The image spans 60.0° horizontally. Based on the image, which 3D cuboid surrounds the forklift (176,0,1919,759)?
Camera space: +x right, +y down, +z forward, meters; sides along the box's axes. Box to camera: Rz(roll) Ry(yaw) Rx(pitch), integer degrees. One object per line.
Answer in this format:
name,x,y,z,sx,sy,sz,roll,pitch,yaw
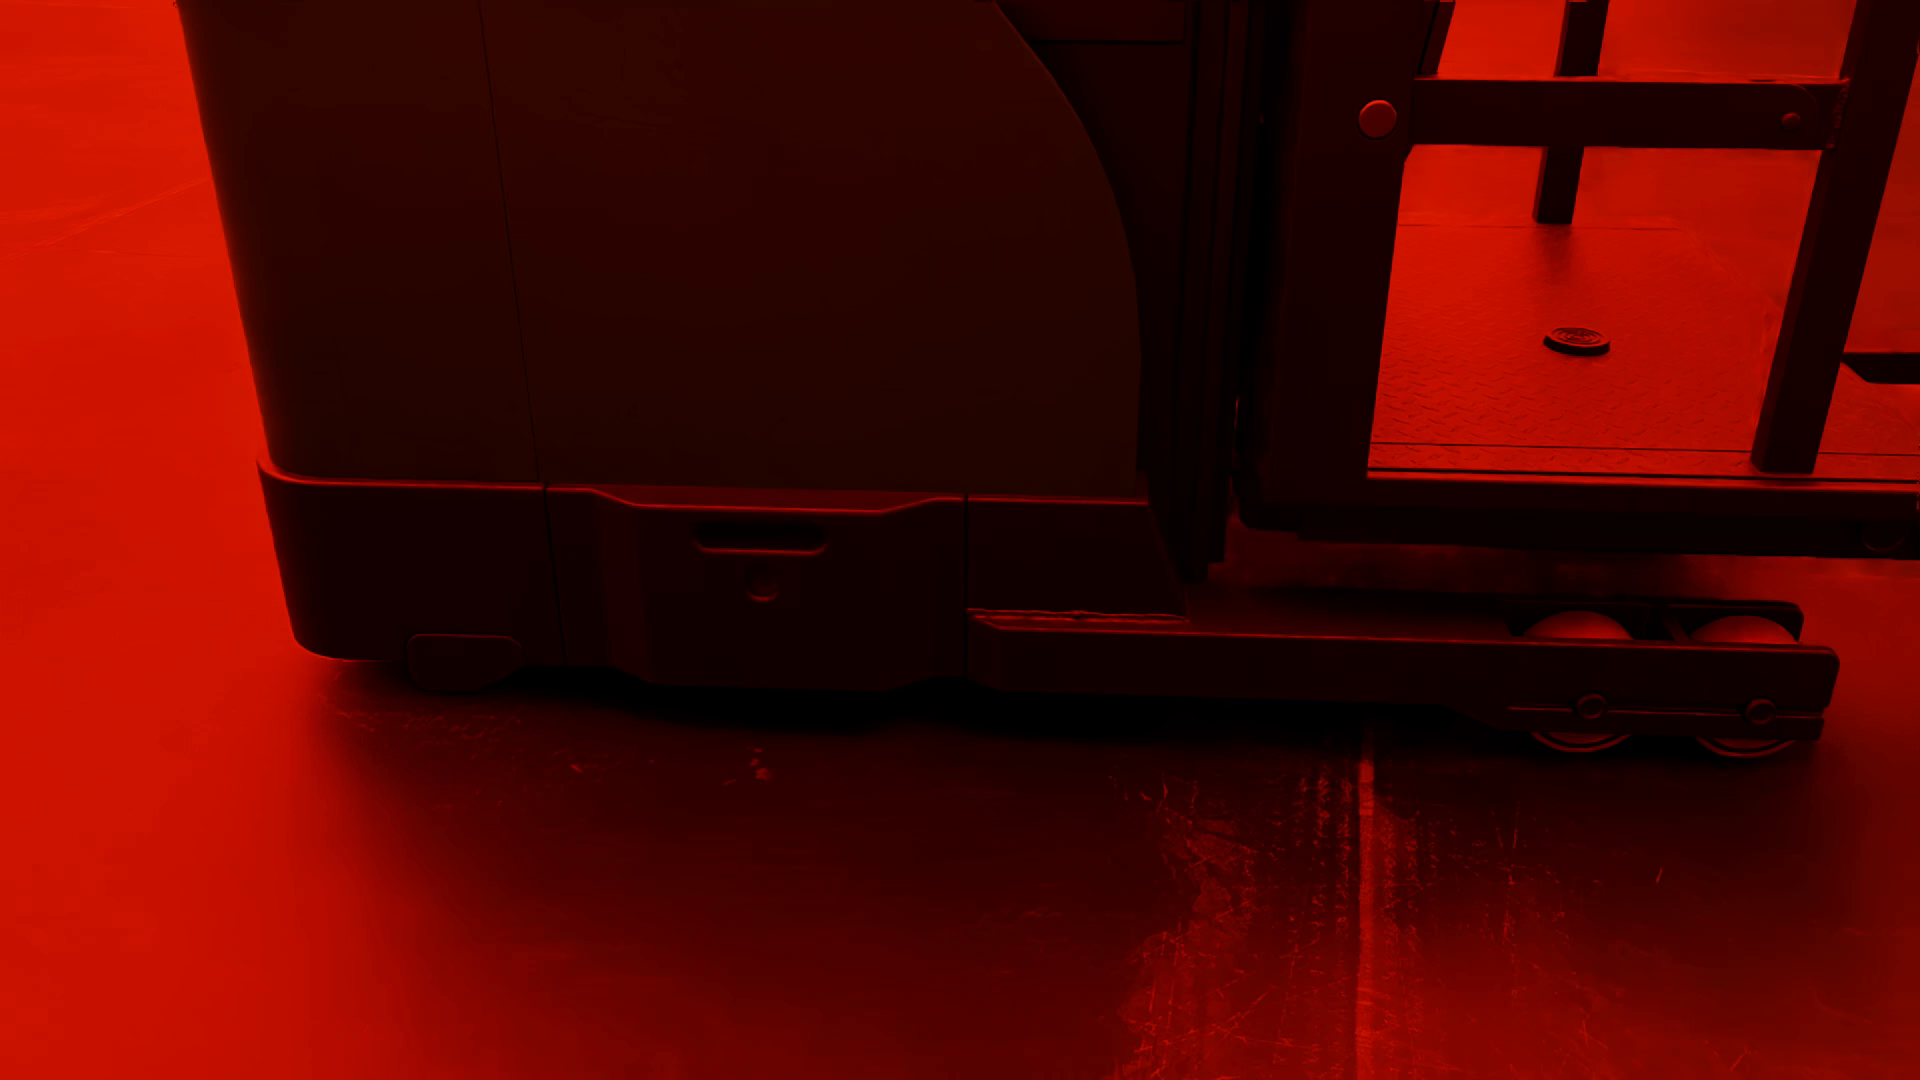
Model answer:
forklift,0.682,-1.296,1.815,3.031,2.935,1.130,1,27,3
